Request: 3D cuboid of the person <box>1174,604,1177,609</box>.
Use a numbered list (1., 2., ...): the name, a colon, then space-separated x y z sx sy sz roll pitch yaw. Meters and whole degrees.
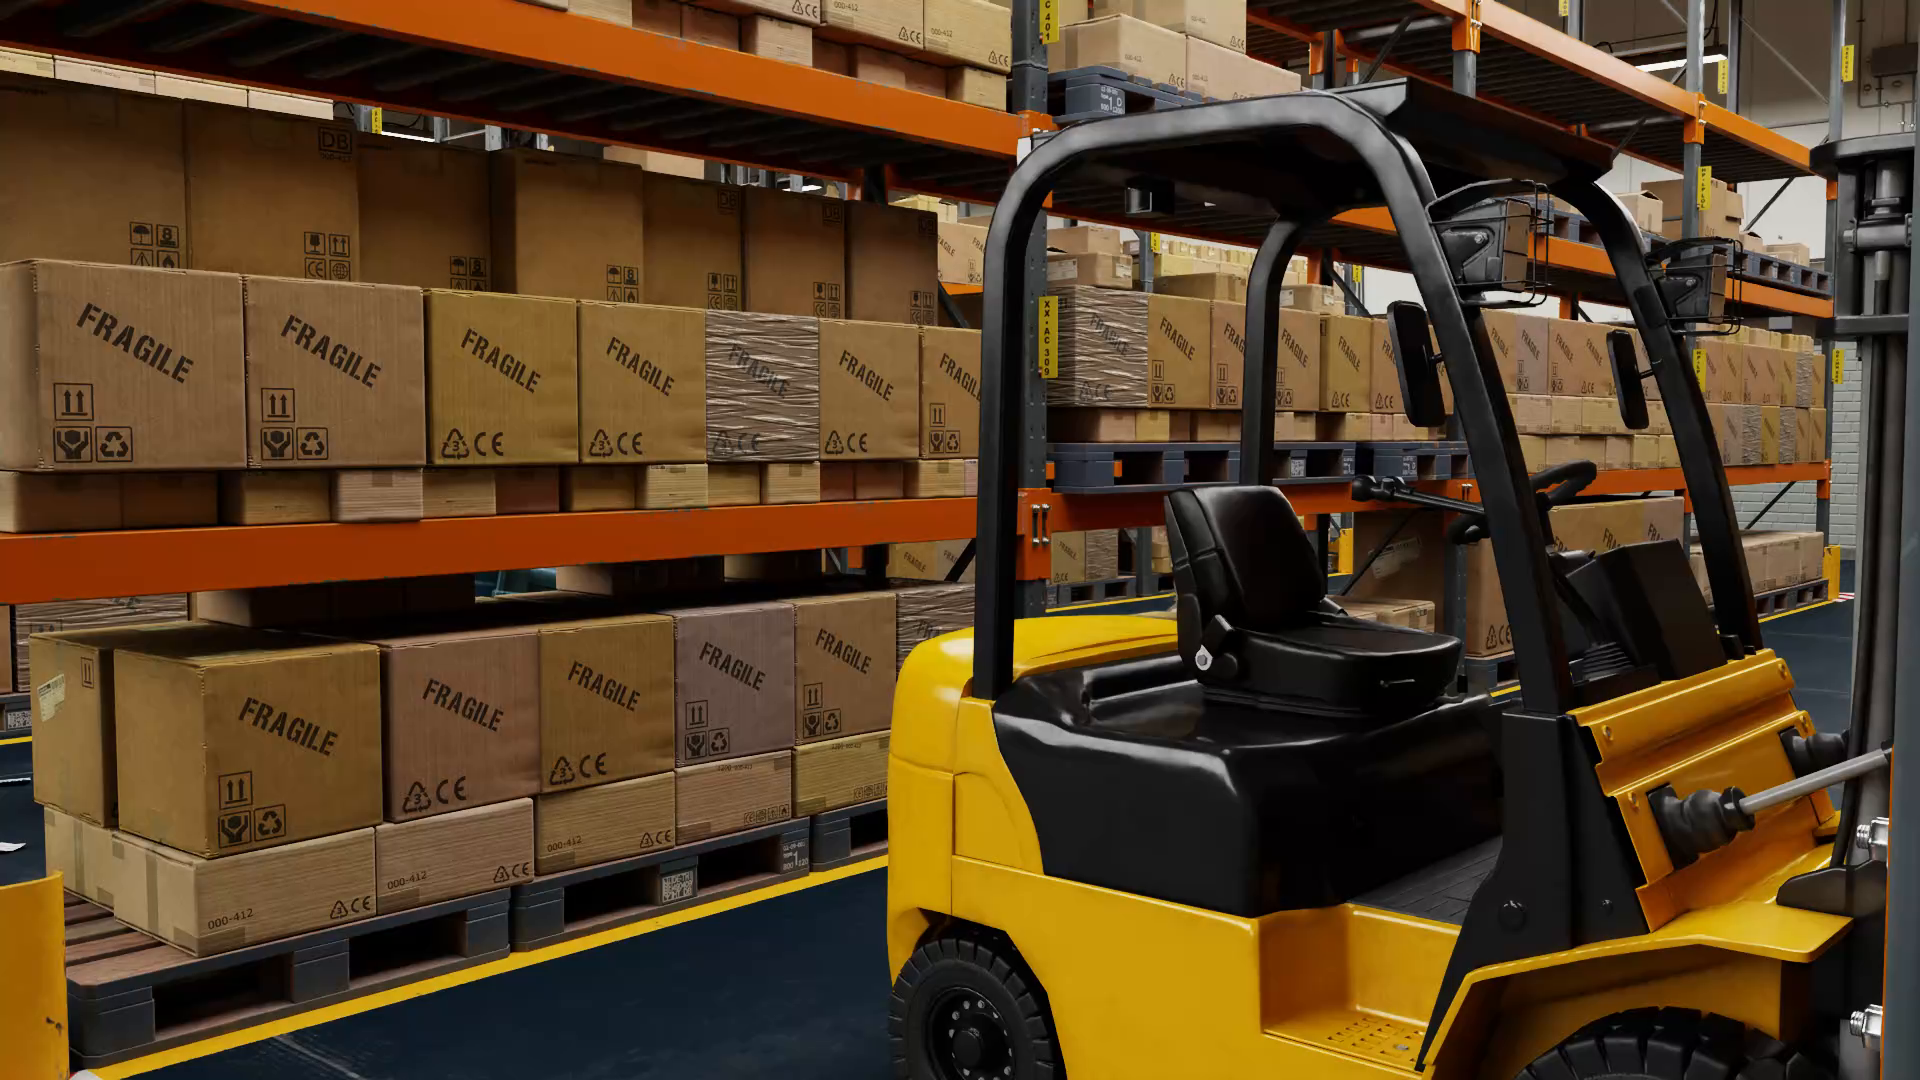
1. person: 2.011 -0.122 12.860 1.037 1.673 0.561 -2 4 -32
